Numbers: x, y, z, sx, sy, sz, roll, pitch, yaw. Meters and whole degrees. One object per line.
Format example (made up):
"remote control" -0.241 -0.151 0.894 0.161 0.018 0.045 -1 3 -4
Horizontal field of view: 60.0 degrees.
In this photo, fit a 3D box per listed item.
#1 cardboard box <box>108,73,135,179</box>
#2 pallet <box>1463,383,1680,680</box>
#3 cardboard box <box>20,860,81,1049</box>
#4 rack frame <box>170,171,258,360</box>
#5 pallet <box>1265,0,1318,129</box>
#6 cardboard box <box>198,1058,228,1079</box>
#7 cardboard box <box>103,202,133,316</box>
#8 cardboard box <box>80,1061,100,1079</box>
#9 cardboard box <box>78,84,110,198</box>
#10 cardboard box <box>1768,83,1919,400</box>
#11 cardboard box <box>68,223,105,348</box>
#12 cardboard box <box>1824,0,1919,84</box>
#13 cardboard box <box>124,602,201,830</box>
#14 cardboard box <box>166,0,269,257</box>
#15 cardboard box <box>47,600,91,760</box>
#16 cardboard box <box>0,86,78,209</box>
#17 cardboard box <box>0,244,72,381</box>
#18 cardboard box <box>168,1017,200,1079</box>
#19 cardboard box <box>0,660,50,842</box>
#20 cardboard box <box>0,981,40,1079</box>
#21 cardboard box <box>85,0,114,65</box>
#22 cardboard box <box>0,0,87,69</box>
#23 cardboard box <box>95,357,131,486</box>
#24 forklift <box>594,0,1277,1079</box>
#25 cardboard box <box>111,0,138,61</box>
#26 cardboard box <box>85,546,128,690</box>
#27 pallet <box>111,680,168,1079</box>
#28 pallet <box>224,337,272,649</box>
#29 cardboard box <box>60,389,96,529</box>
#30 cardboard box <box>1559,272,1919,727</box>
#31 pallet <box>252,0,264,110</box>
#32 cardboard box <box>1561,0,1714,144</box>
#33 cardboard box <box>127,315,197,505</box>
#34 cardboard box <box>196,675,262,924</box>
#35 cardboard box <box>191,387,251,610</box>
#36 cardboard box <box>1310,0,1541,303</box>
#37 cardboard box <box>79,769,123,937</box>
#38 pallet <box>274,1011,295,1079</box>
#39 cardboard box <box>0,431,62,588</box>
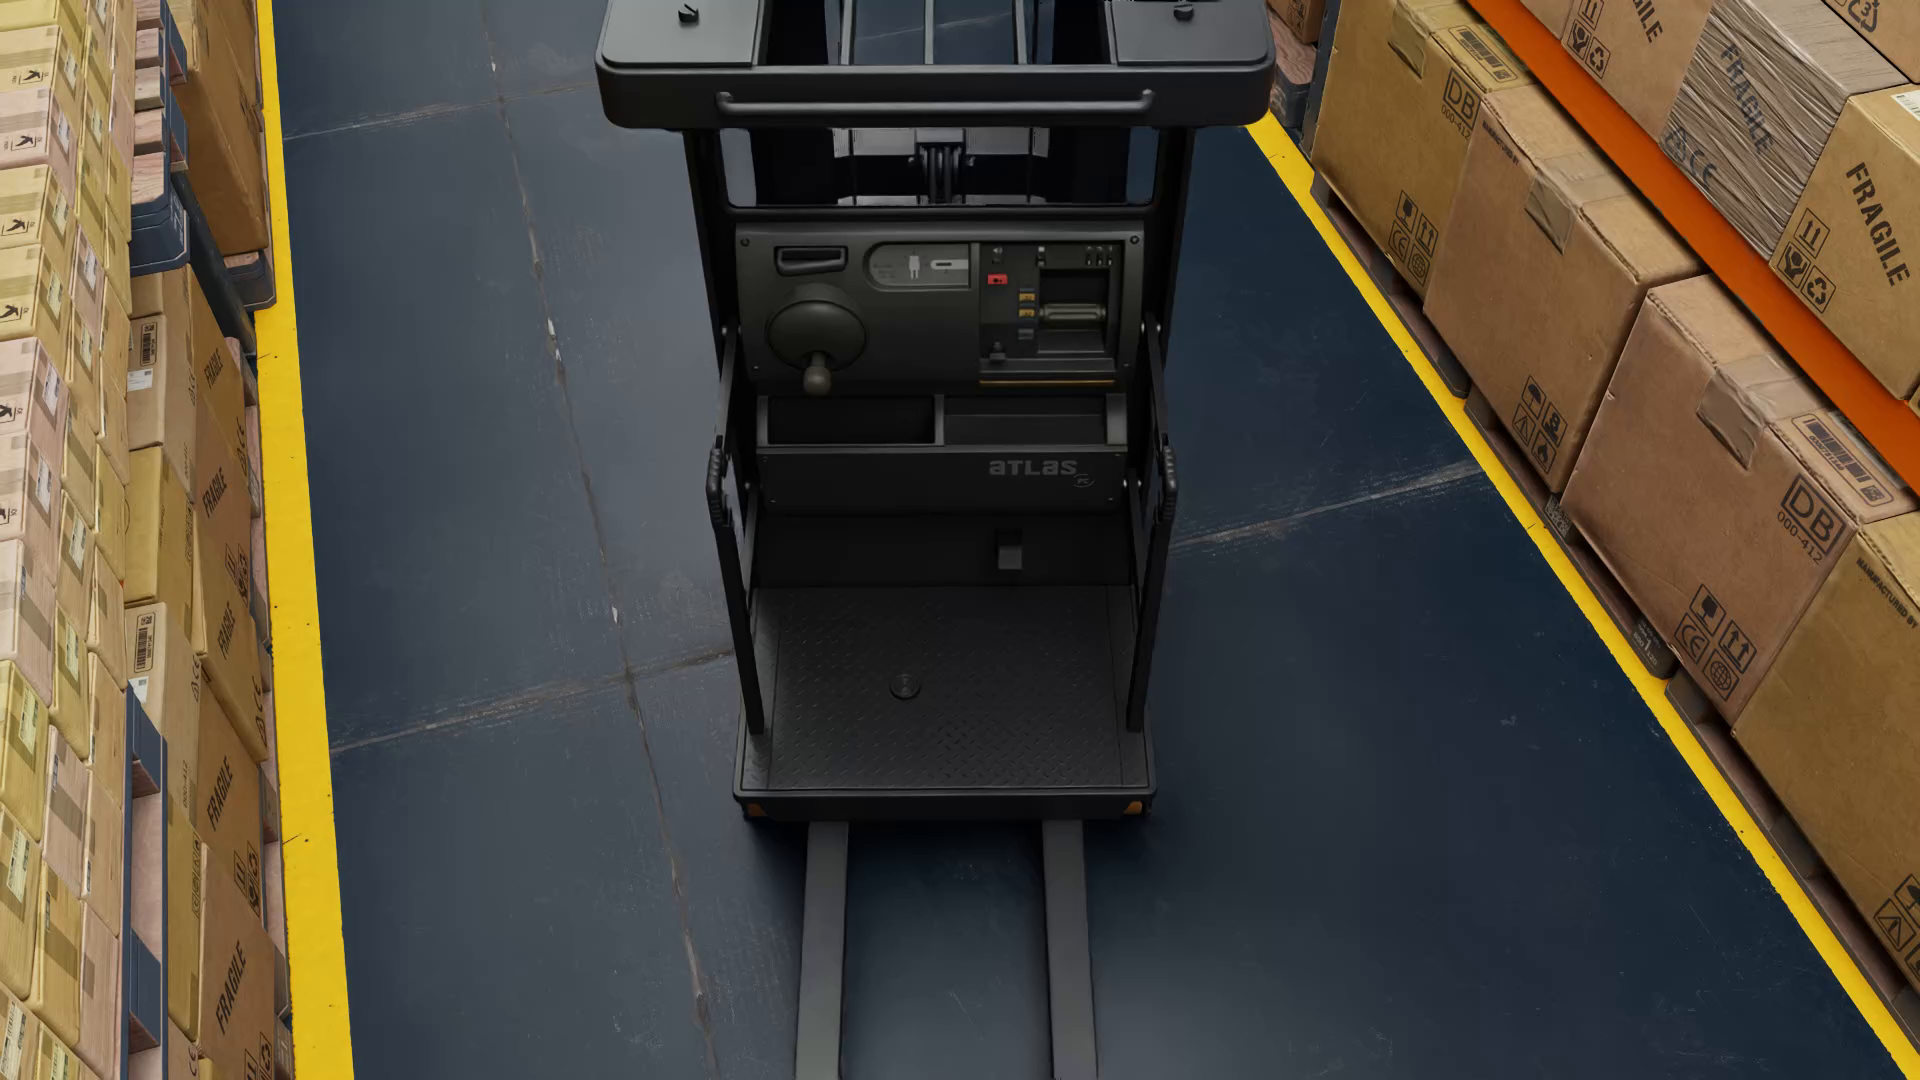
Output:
"cardboard box" -2.207 -0.964 3.990 0.380 0.149 0.250 -13 51 -10
"pallet" 2.346 -0.202 5.282 1.003 0.211 1.213 -13 51 -11
"cardboard box" -1.513 0.656 2.430 0.380 0.149 0.250 -14 51 -12
"rack frame" -2.940 -1.535 4.582 1.000 3.000 0.127 -13 51 -11
"pallet" 1.598 -2.255 7.013 1.003 0.211 1.213 -13 51 -11
"cardboard box" -1.723 1.457 3.420 0.500 0.500 0.500 -12 51 -10
"cardboard box" -2.056 -0.584 3.670 0.380 0.149 0.250 -15 52 -13
"cardboard box" -1.435 0.940 2.385 0.380 0.149 0.250 -16 52 -13
"cardboard box" -2.125 -0.858 3.707 0.380 0.149 0.250 -13 51 -11
"cardboard box" 2.311 -0.716 3.827 0.500 0.500 0.500 -14 51 -11
"cardboard box" -1.976 -0.486 3.393 0.380 0.149 0.250 -12 51 -10
"cardboard box" 2.423 -1.436 3.777 0.797 0.503 0.637 -12 51 -10
"cardboard box" -2.030 0.454 3.775 0.500 0.250 0.500 -12 51 -10
"cardboard box" -3.034 -1.410 5.674 1.050 0.750 0.750 -14 51 -11
"cardboard box" -1.667 0.277 2.749 0.380 0.149 0.250 -15 52 -13
"cardboard box" -2.060 -0.780 3.446 0.380 0.149 0.250 -13 51 -11
"cardboard box" -1.901 -0.392 3.119 0.380 0.149 0.250 -12 51 -10
"cardboard box" -1.724 1.216 3.133 0.500 0.250 0.500 -15 52 -13
"cardboard box" -1.596 0.359 2.486 0.380 0.149 0.250 -13 51 -11
"cardboard box" -1.435 0.749 2.158 0.380 0.149 0.250 -11 51 -9
"cardboard box" -2.279 -1.233 4.022 0.380 0.149 0.250 -12 51 -10
"cardboard box" -2.208 -1.152 3.759 0.380 0.149 0.250 -12 51 -10
"cardboard box" -1.897 -0.197 3.344 0.380 0.149 0.250 -15 52 -13
"forklift" -0.042 -0.429 3.694 1.130 2.935 3.031 0 50 0
"cardboard box" -2.355 -1.333 4.302 0.380 0.149 0.250 -13 51 -10
"cardboard box" -1.741 0.186 3.021 0.380 0.149 0.250 -15 52 -13
"pallet" -1.844 0.857 2.691 1.003 0.211 1.213 -13 51 -11
"pallet" -2.711 -0.065 5.167 1.003 0.211 1.213 -13 51 -11
"cardboard box" -1.827 -0.113 3.078 0.380 0.149 0.250 -14 51 -12
"cardboard box" 2.537 -0.227 4.595 1.225 0.875 0.875 -15 51 -12
"pallet" -3.459 -2.119 6.898 1.003 0.211 1.213 -13 51 -11
"cardboard box" 2.021 -1.449 4.444 0.500 0.500 0.500 -14 51 -12
"cardboard box" -2.328 -0.300 4.411 0.500 0.250 0.500 -13 51 -10
"cardboard box" -2.048 0.692 4.065 0.500 0.500 0.500 -13 51 -10
"cardboard box" -2.346 -0.063 4.702 0.500 0.500 0.500 -11 51 -10
"cardboard box" 2.012 -1.524 5.688 1.225 0.875 0.875 -15 52 -13
"cardboard box" -1.592 0.556 2.709 0.380 0.149 0.250 -13 51 -11
"pallet" -1.989 1.717 3.664 1.003 0.211 1.213 -13 51 -11
"cardboard box" -1.744 -0.011 2.798 0.380 0.149 0.250 -14 51 -11
